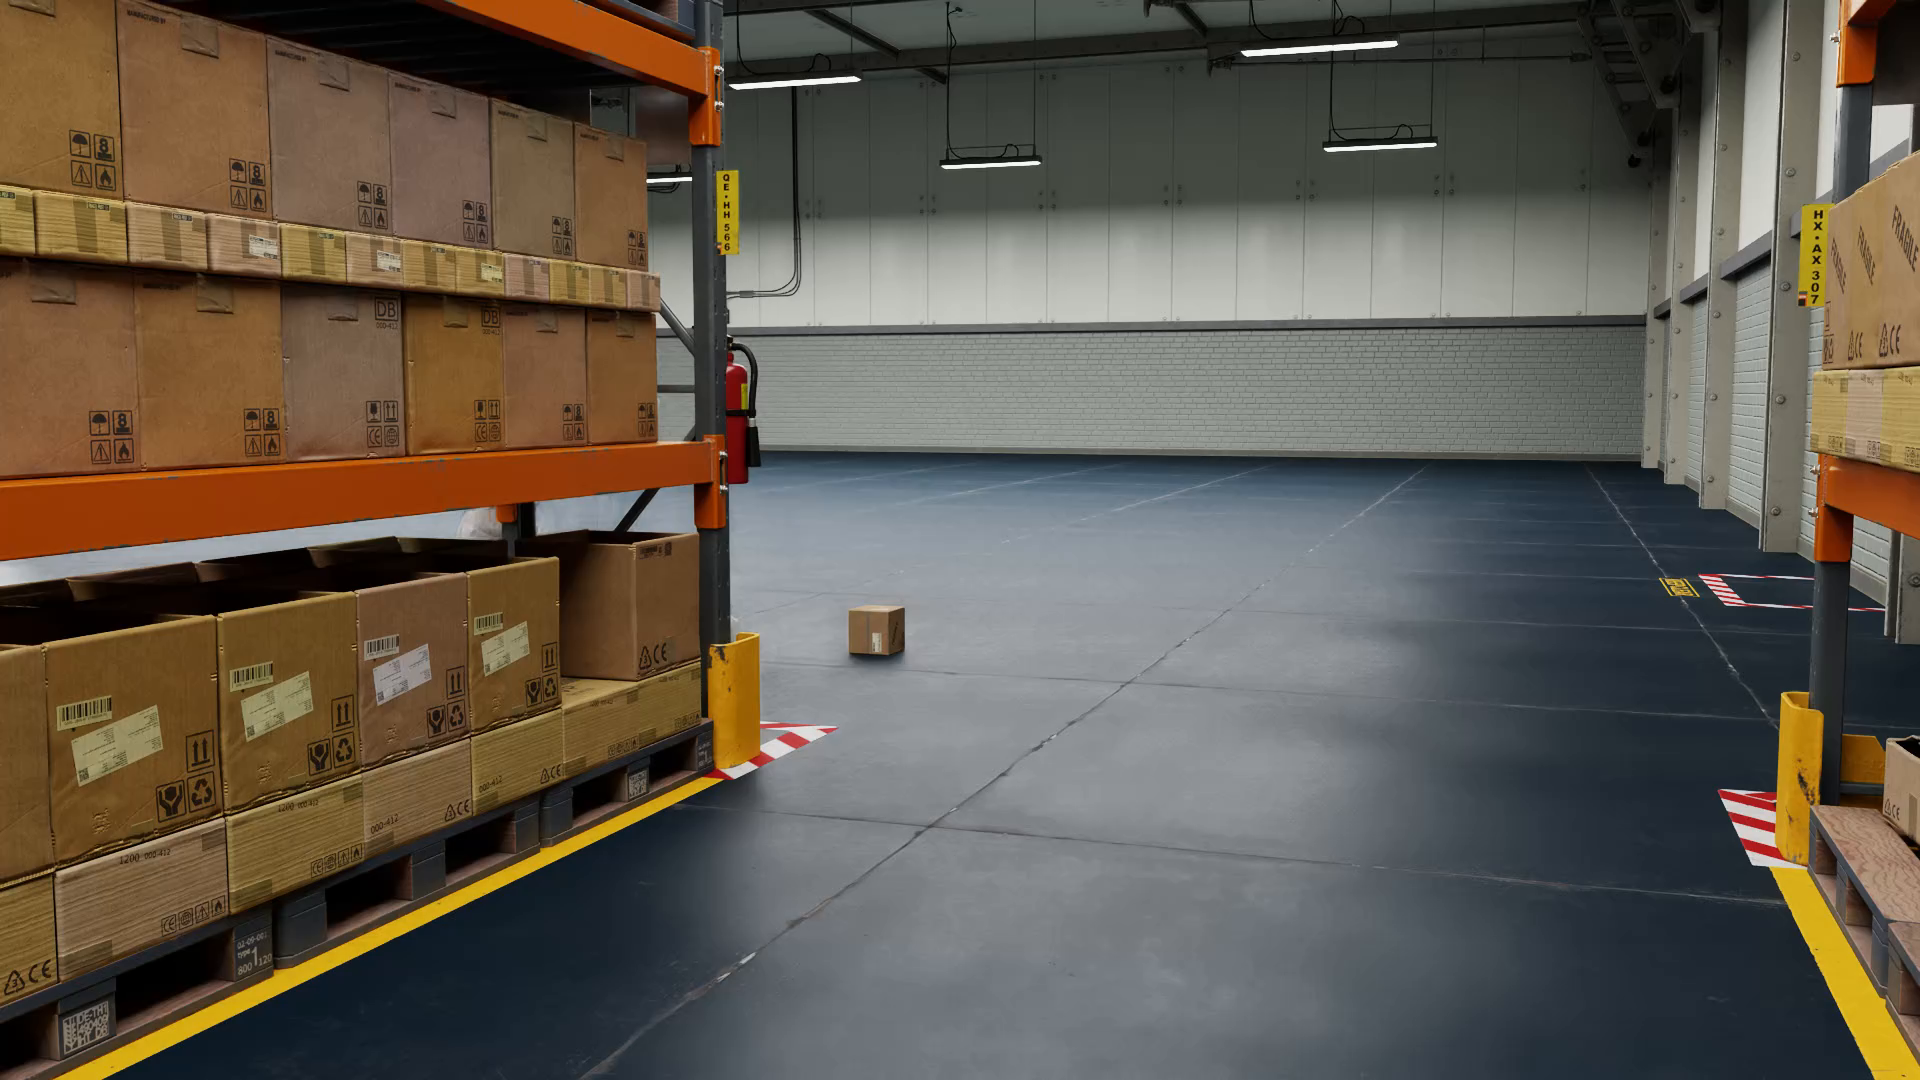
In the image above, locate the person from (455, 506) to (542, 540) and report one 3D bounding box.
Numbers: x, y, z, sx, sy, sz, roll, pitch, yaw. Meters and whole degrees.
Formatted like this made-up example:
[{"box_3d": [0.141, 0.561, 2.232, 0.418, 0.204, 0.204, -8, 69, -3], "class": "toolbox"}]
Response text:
[{"box_3d": [-2.481, -0.196, 9.007, 1.073, 1.743, 0.527, 1, 5, 6], "class": "person"}]
